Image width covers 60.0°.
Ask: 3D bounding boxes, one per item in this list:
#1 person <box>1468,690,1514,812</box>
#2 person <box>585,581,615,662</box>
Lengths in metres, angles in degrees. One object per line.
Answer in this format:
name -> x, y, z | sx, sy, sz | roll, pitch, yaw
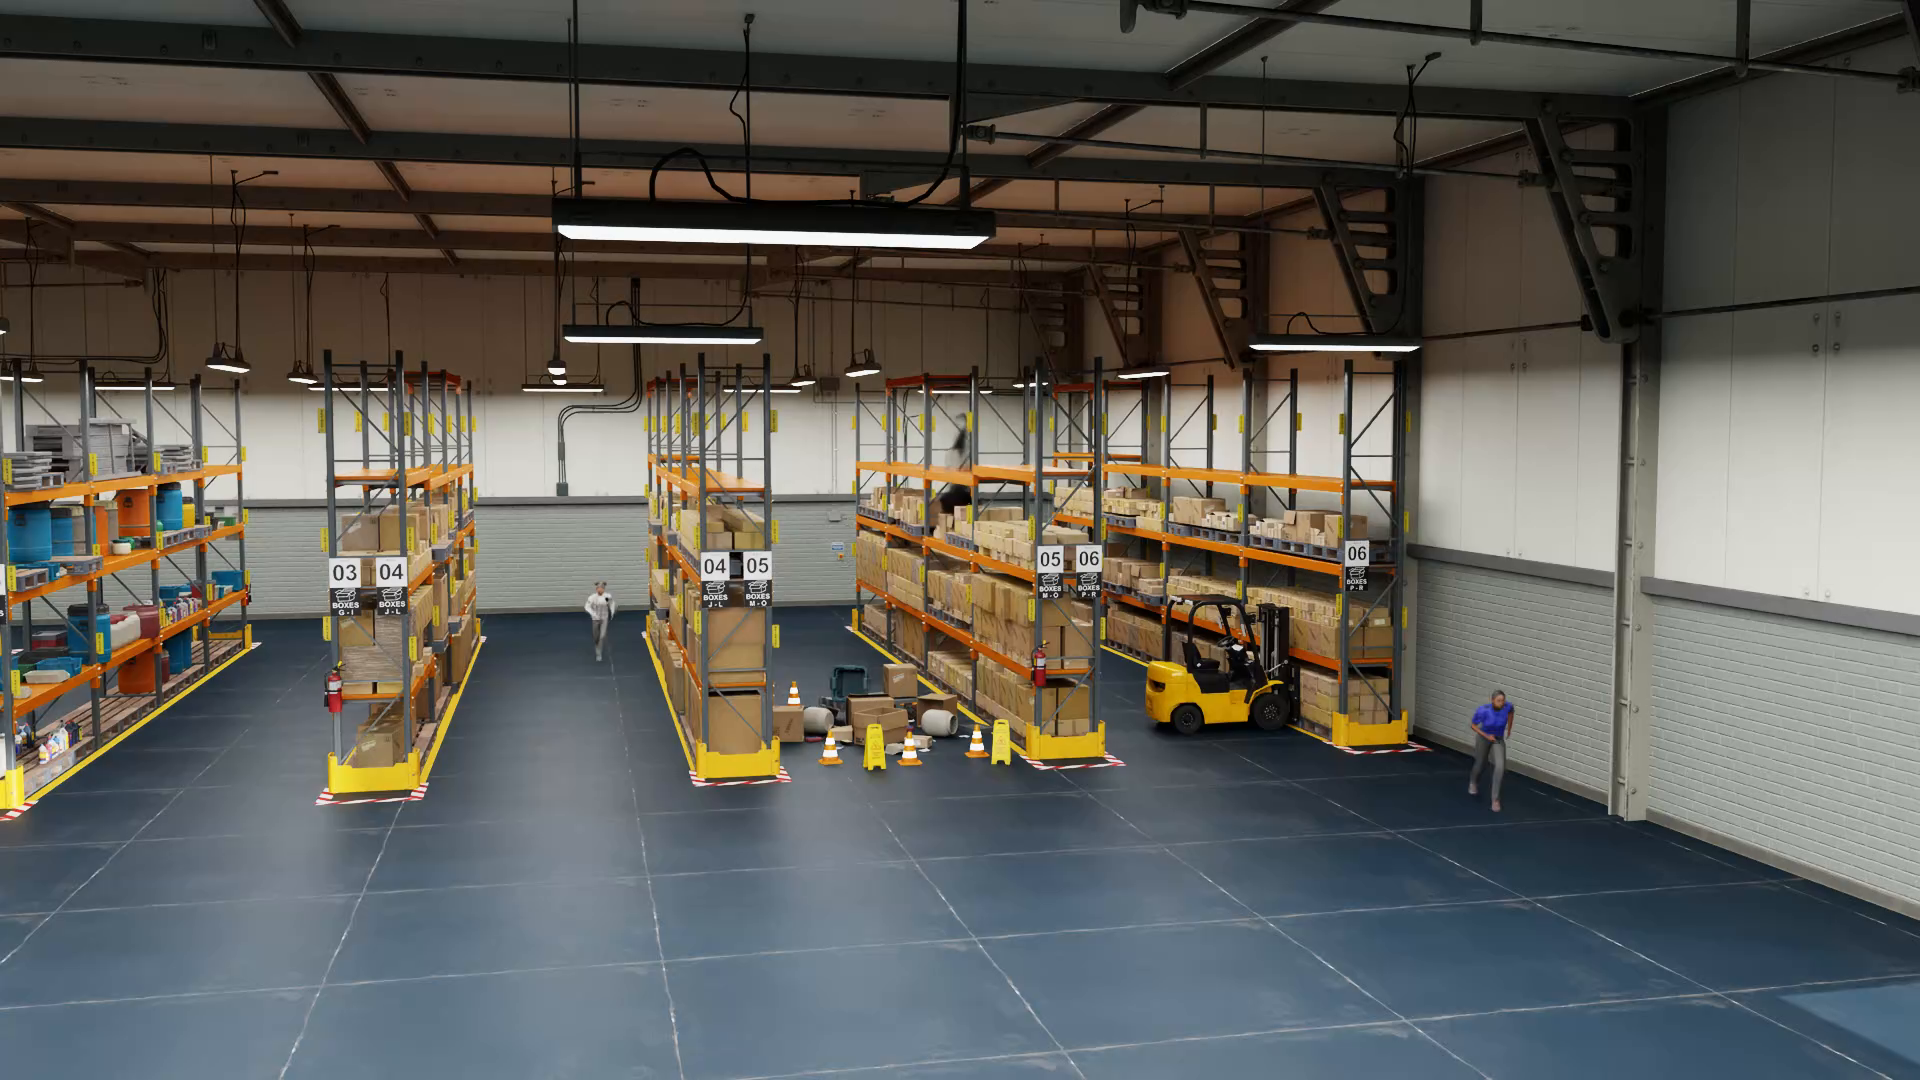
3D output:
person -> 6.968, 2.719, 21.934 | 0.617, 1.616, 0.966 | 0, 4, -5
person -> -7.672, 1.707, 35.470 | 0.639, 1.683, 0.922 | -1, 4, -16
